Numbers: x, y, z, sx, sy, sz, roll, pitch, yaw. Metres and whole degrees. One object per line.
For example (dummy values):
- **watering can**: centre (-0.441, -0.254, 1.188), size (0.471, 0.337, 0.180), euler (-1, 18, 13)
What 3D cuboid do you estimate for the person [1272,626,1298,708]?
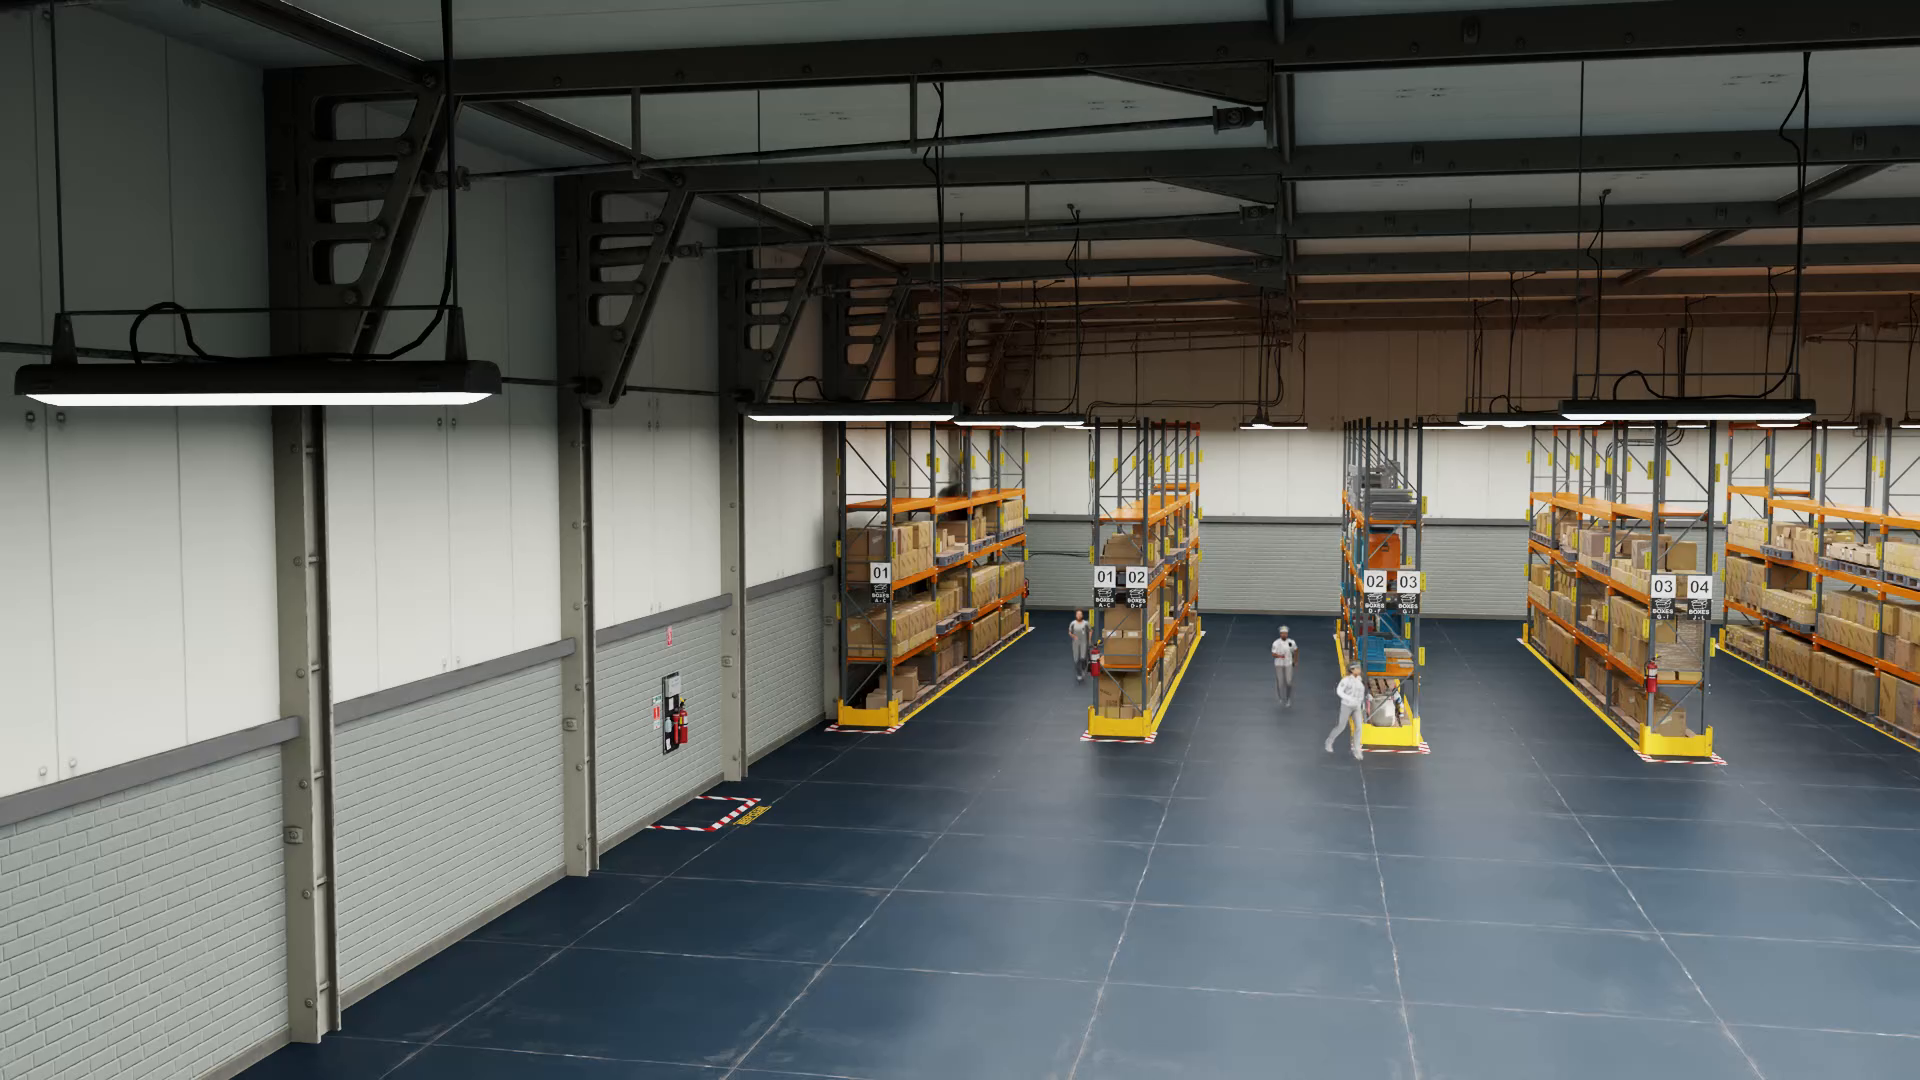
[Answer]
- **person**: centre (6.754, 2.637, 34.562), size (0.544, 1.706, 0.688), euler (1, 4, 11)

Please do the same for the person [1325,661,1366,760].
- **person**: centre (6.939, 2.974, 29.390), size (0.680, 1.689, 0.886), euler (-2, 4, -25)

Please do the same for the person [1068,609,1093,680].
- **person**: centre (2.765, 2.416, 38.312), size (0.550, 1.633, 0.568), euler (1, 4, 10)
